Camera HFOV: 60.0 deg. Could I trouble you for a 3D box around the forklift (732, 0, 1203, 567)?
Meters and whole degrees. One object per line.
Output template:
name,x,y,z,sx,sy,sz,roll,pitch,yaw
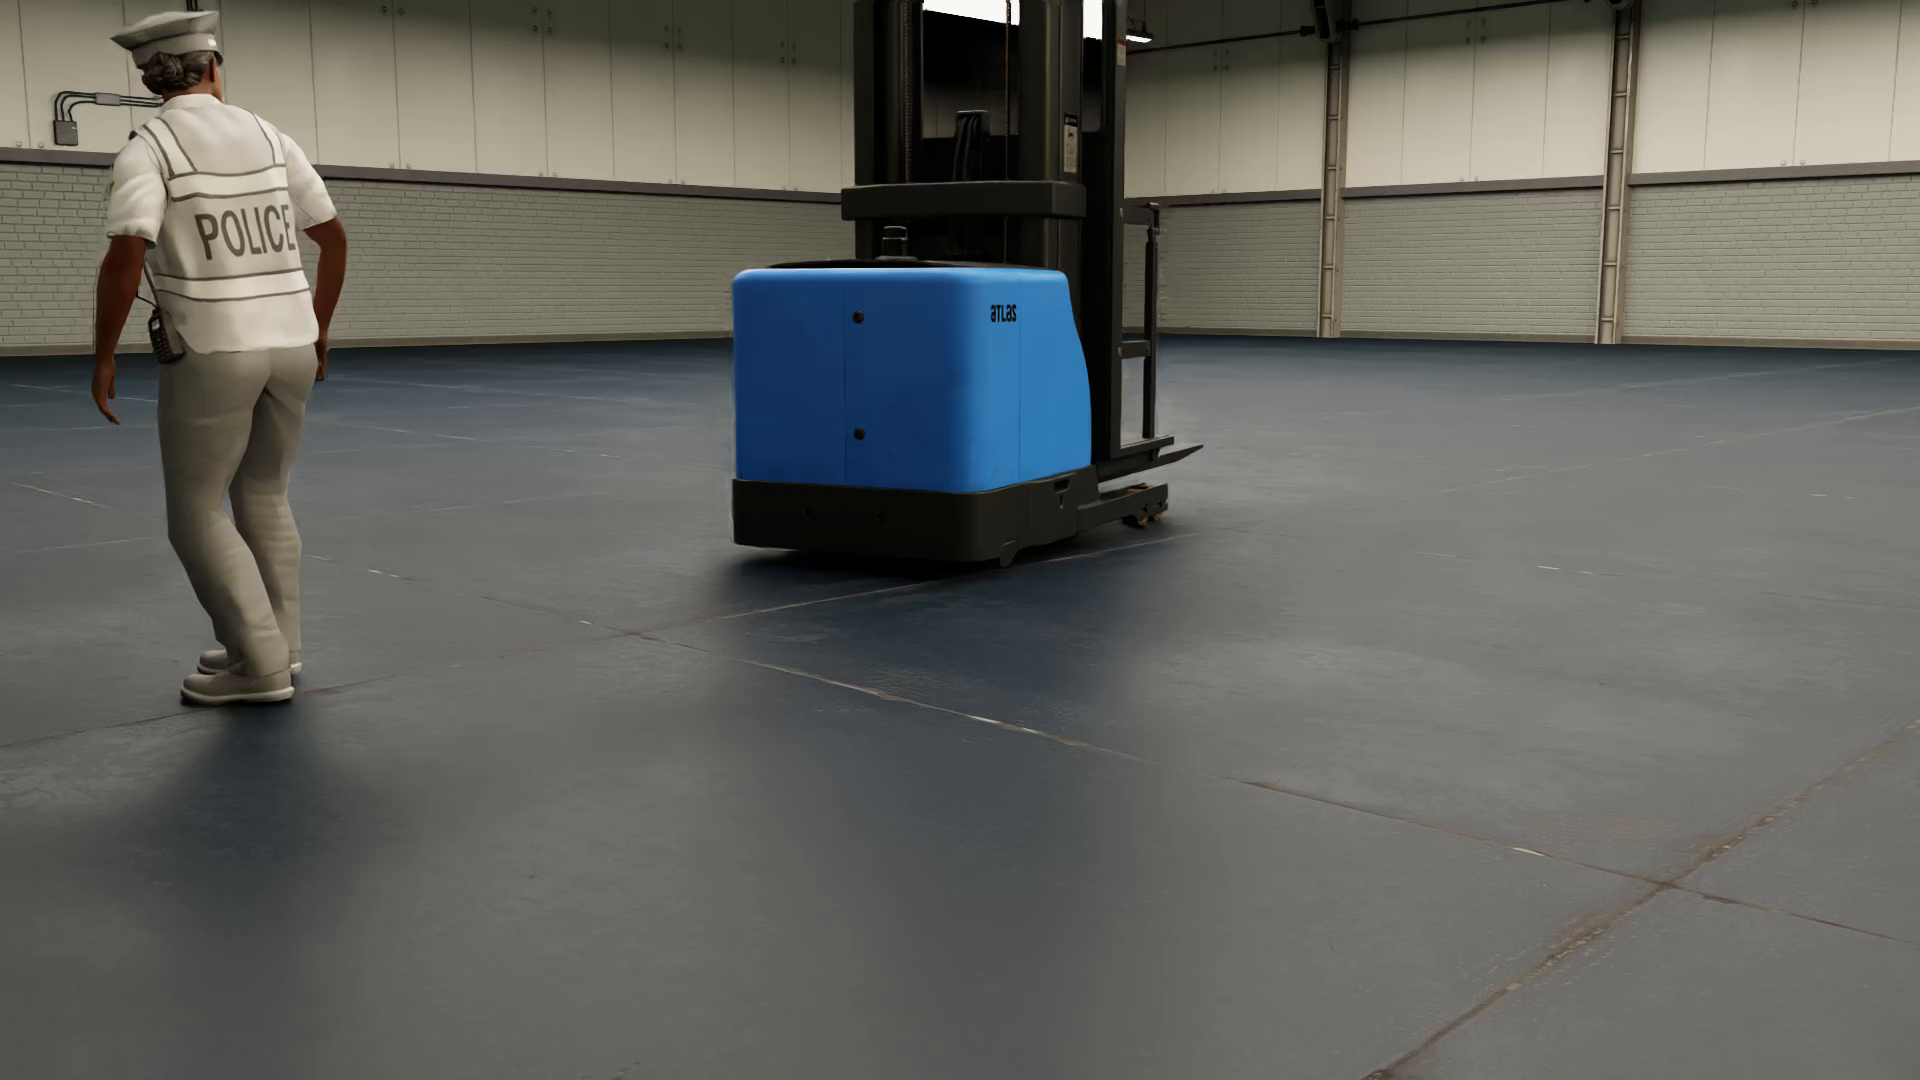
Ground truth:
forklift,0.260,-1.532,7.050,1.130,2.935,3.031,4,10,26

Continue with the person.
person,-1.836,-0.435,4.064,0.482,1.656,0.663,4,9,25
